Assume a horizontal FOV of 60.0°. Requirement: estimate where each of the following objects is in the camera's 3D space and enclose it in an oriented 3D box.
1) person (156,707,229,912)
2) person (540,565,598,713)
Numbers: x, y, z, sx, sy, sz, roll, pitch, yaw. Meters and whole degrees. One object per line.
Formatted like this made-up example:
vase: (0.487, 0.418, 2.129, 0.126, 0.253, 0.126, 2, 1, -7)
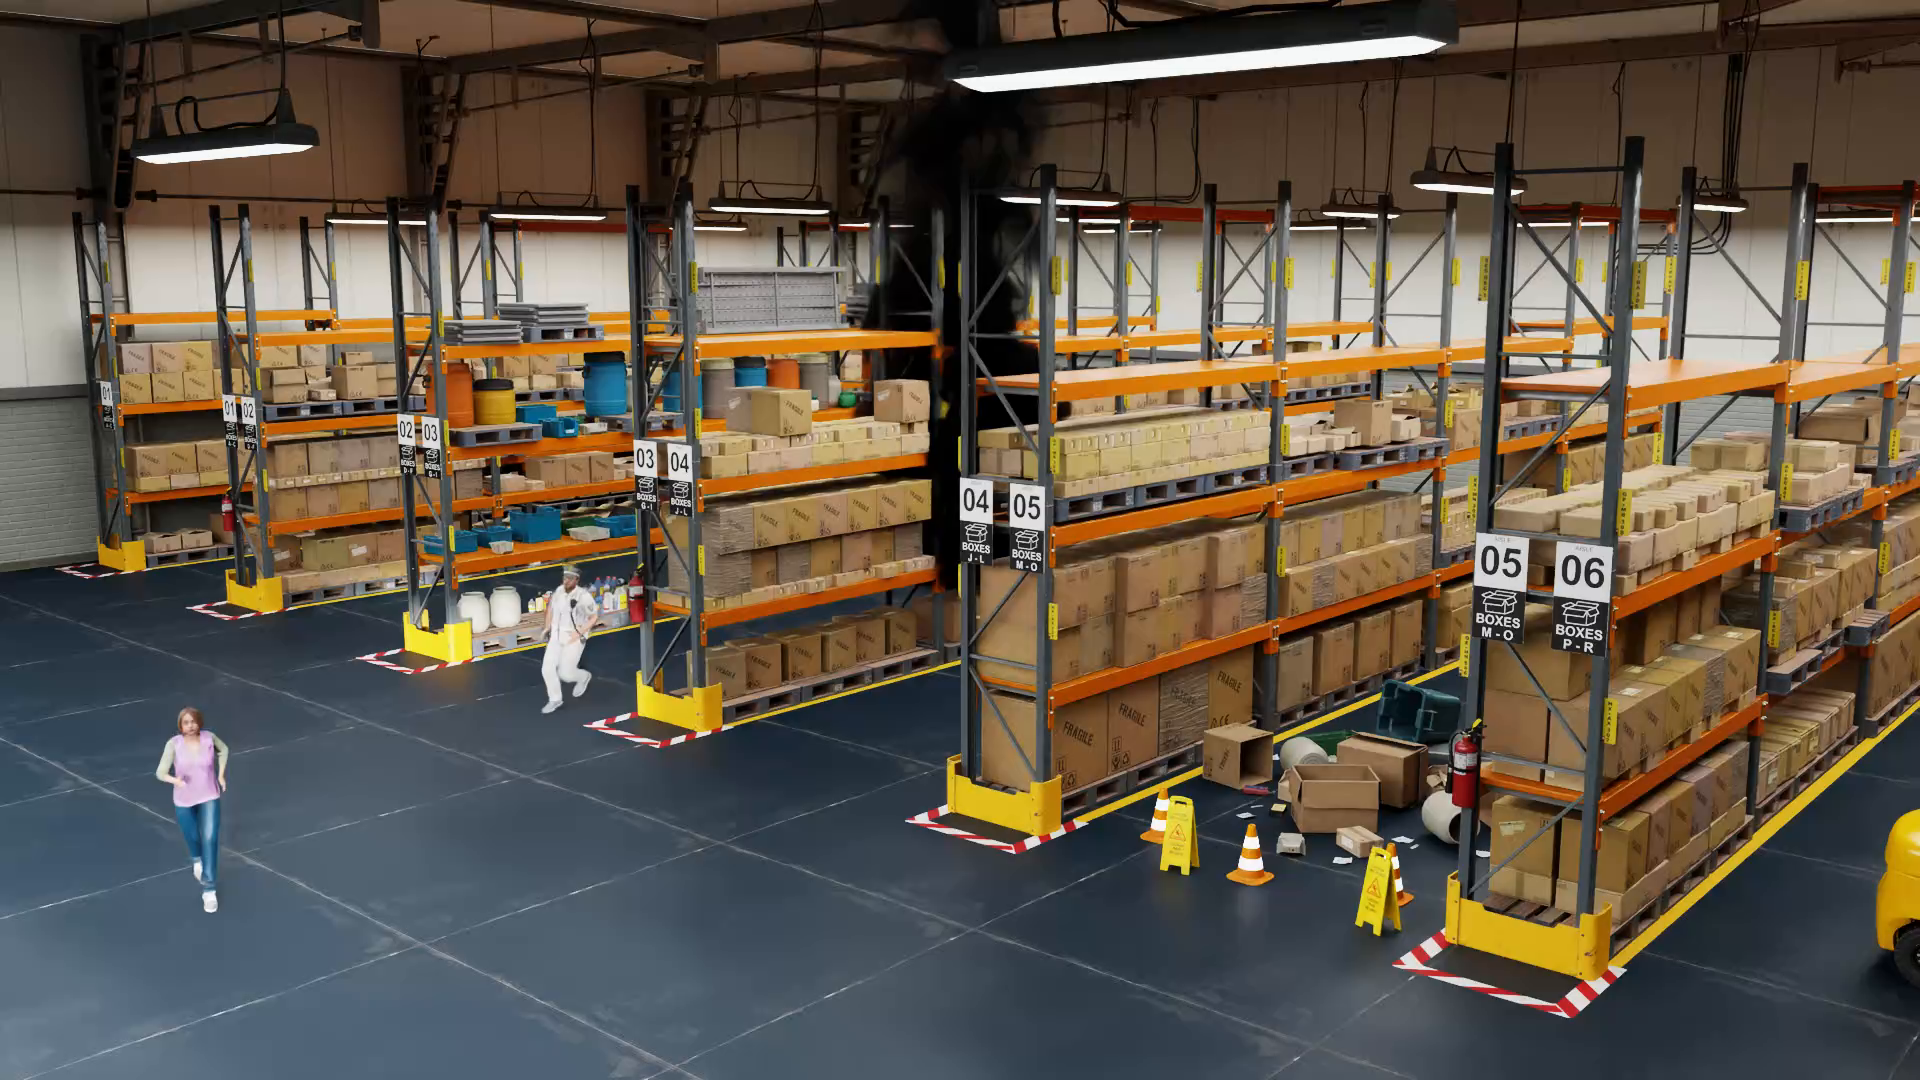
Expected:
person: (-6.224, 2.131, 13.541, 0.539, 1.602, 0.873, -4, 10, -23)
person: (-4.527, 1.133, 19.397, 0.702, 1.749, 0.682, 4, 10, 24)
